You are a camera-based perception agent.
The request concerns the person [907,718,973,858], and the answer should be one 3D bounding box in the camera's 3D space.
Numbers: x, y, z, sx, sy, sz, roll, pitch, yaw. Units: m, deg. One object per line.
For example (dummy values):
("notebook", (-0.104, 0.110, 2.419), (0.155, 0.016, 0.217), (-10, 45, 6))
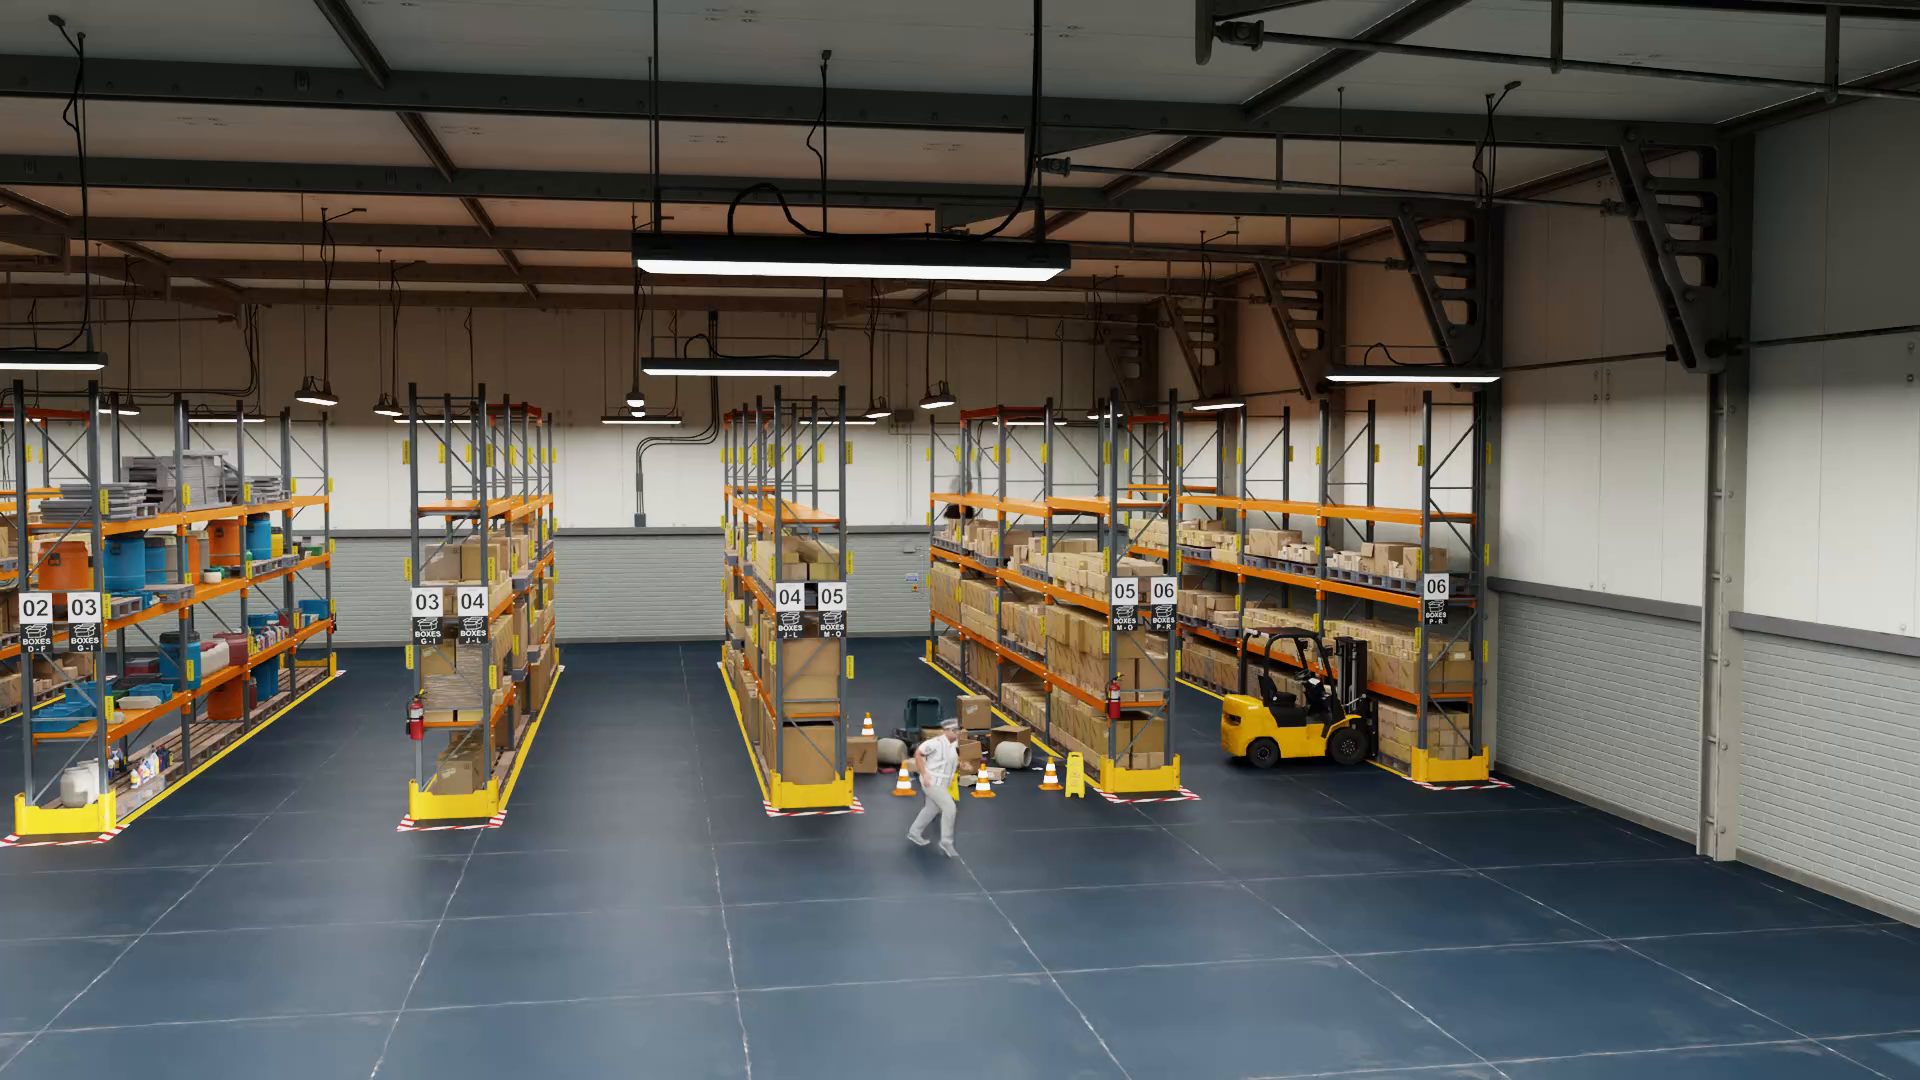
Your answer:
("person", (-0.299, 3.102, 20.958), (0.917, 1.777, 0.676), (2, 3, 30))
